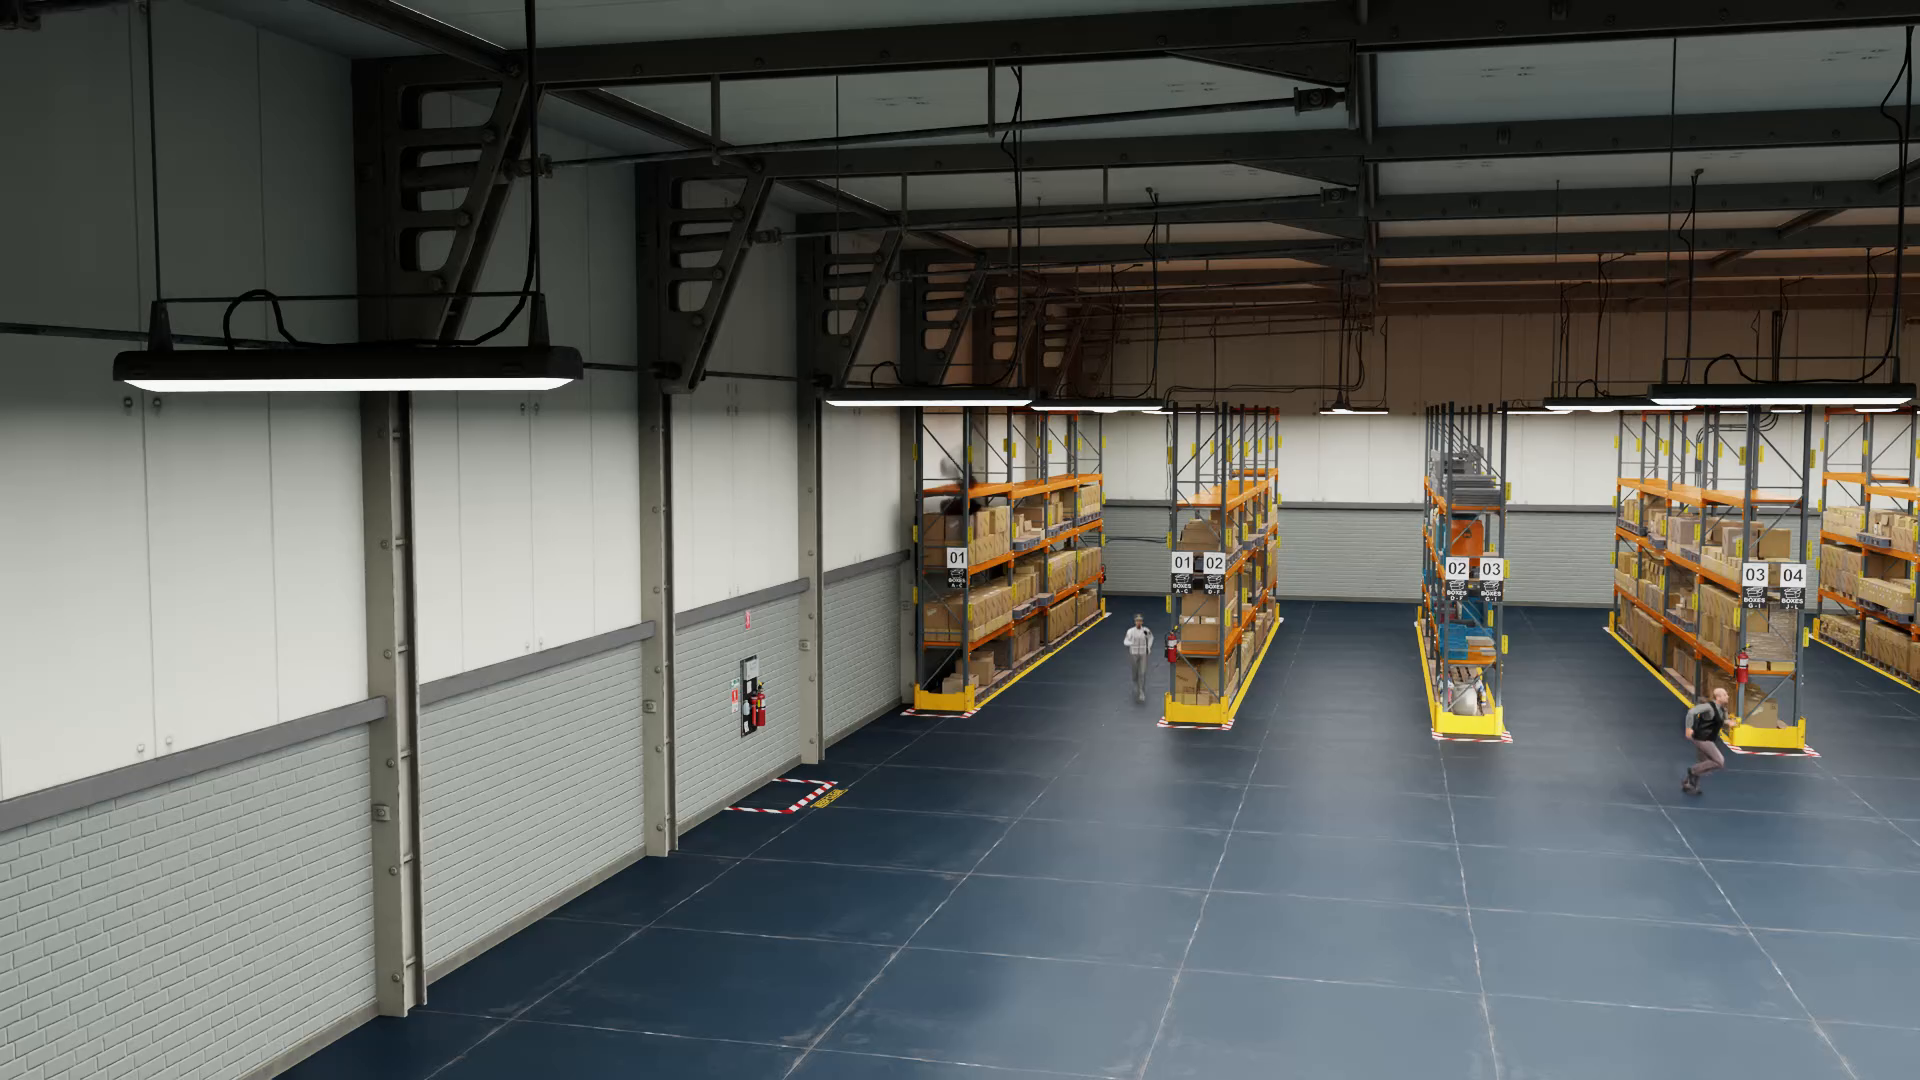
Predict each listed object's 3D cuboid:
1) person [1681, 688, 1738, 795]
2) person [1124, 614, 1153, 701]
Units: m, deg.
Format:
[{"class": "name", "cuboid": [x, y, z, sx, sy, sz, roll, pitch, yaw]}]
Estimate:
[{"class": "person", "cuboid": [11.317, 3.044, 25.108, 0.774, 1.646, 0.644, 3, 5, 39]}, {"class": "person", "cuboid": [3.643, 2.354, 33.887, 0.607, 1.717, 0.874, 0, 4, 4]}]
